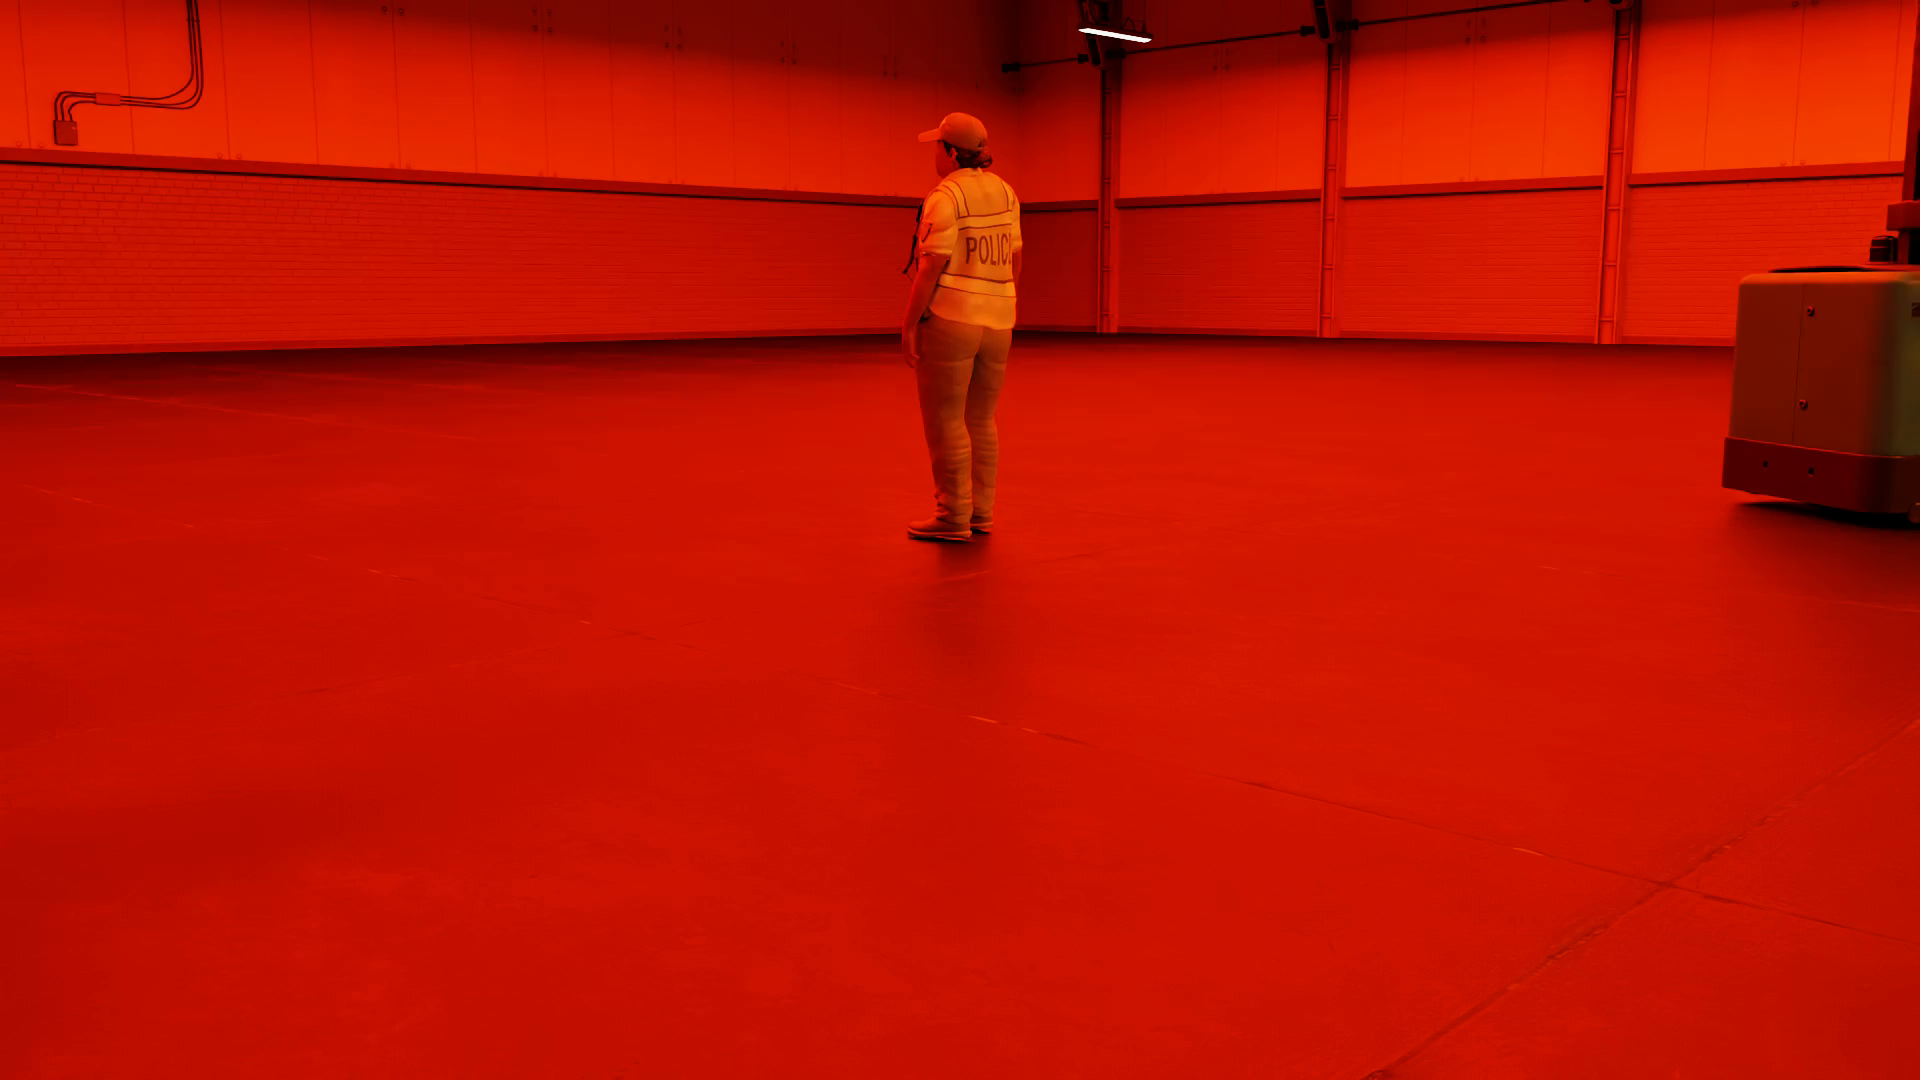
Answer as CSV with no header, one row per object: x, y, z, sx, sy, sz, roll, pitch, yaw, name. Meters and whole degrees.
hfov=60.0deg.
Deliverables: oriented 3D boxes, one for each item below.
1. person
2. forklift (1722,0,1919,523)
-0.039,-0.841,6.661,0.529,1.670,0.598,8,12,43,person
5.188,-1.605,7.536,3.031,2.935,1.130,-2,9,-11,forklift
